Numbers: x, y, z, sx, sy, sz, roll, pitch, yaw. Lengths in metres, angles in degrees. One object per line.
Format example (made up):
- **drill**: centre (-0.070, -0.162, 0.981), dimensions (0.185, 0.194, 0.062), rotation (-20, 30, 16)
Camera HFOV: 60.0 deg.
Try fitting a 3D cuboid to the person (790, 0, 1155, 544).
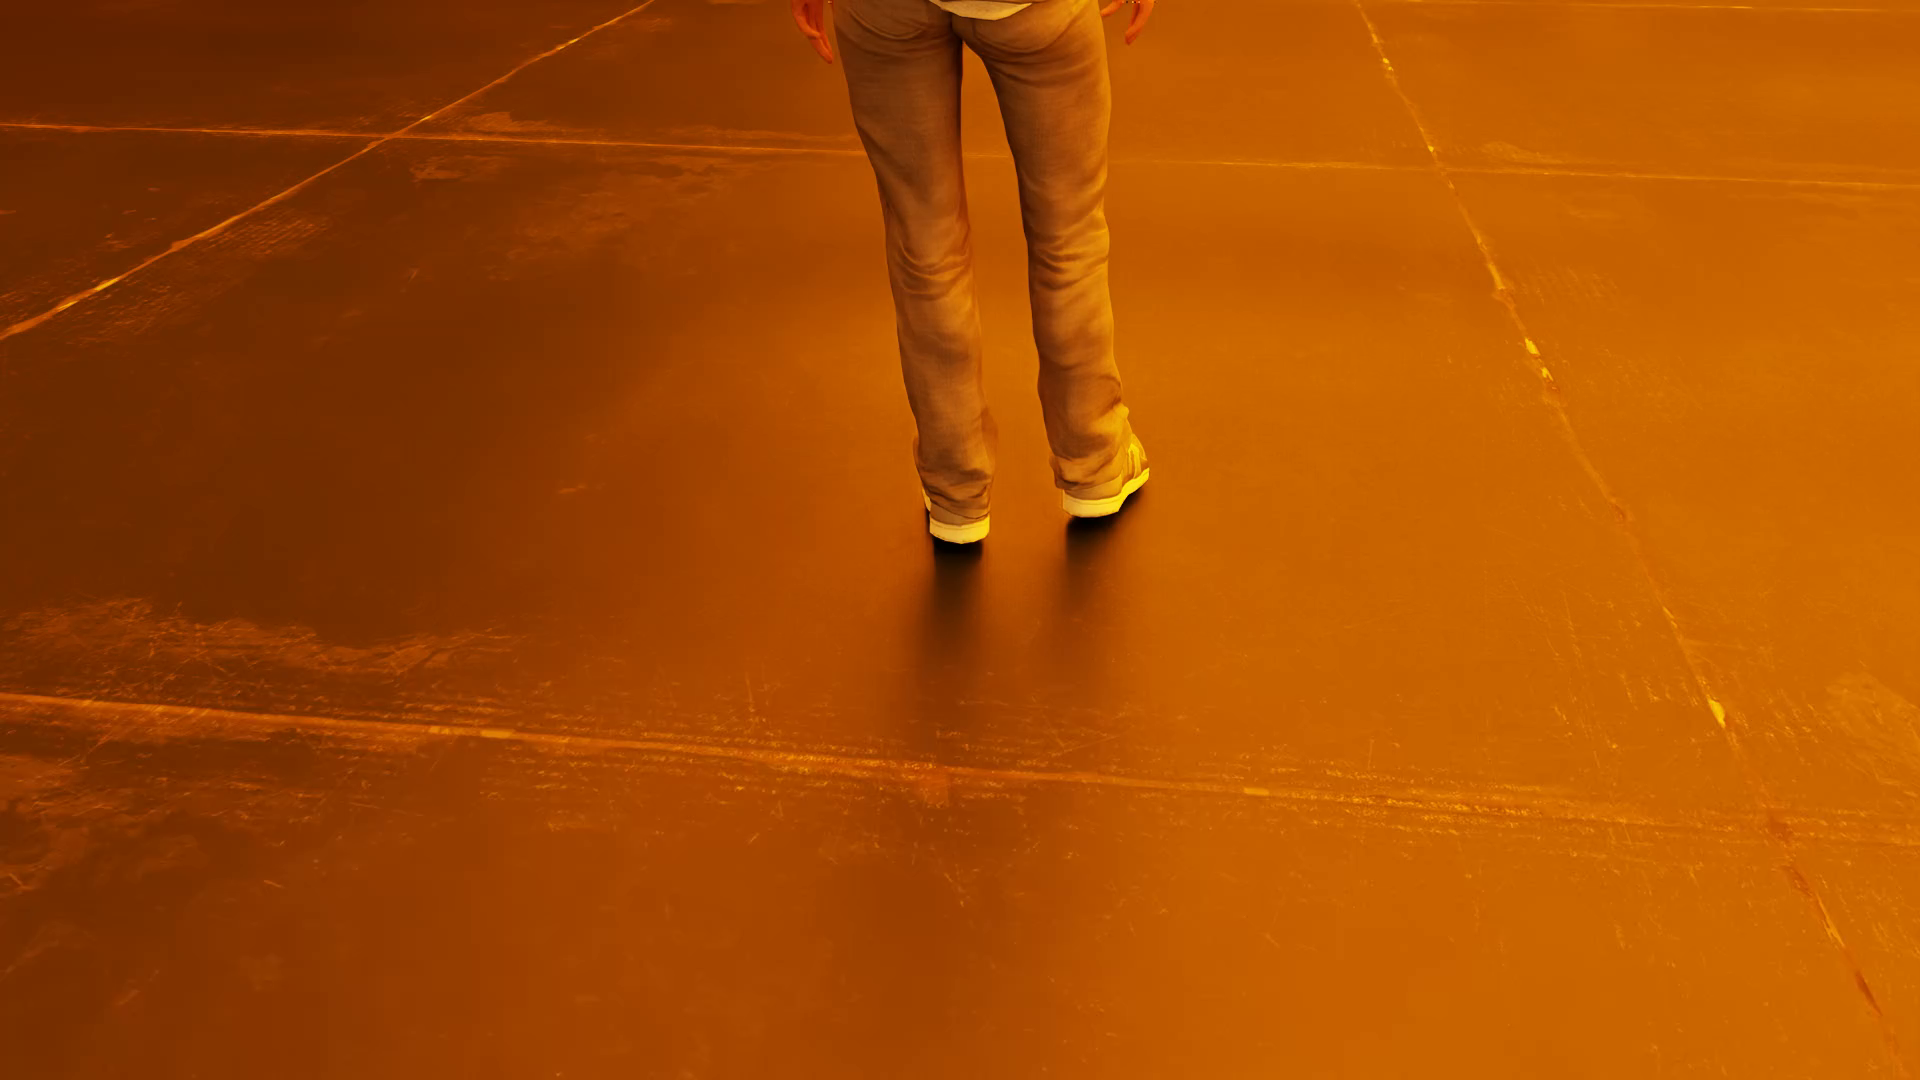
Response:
- **person**: centre (0.024, -0.754, 2.205), dimensions (0.520, 1.599, 0.473), rotation (3, 27, 7)
